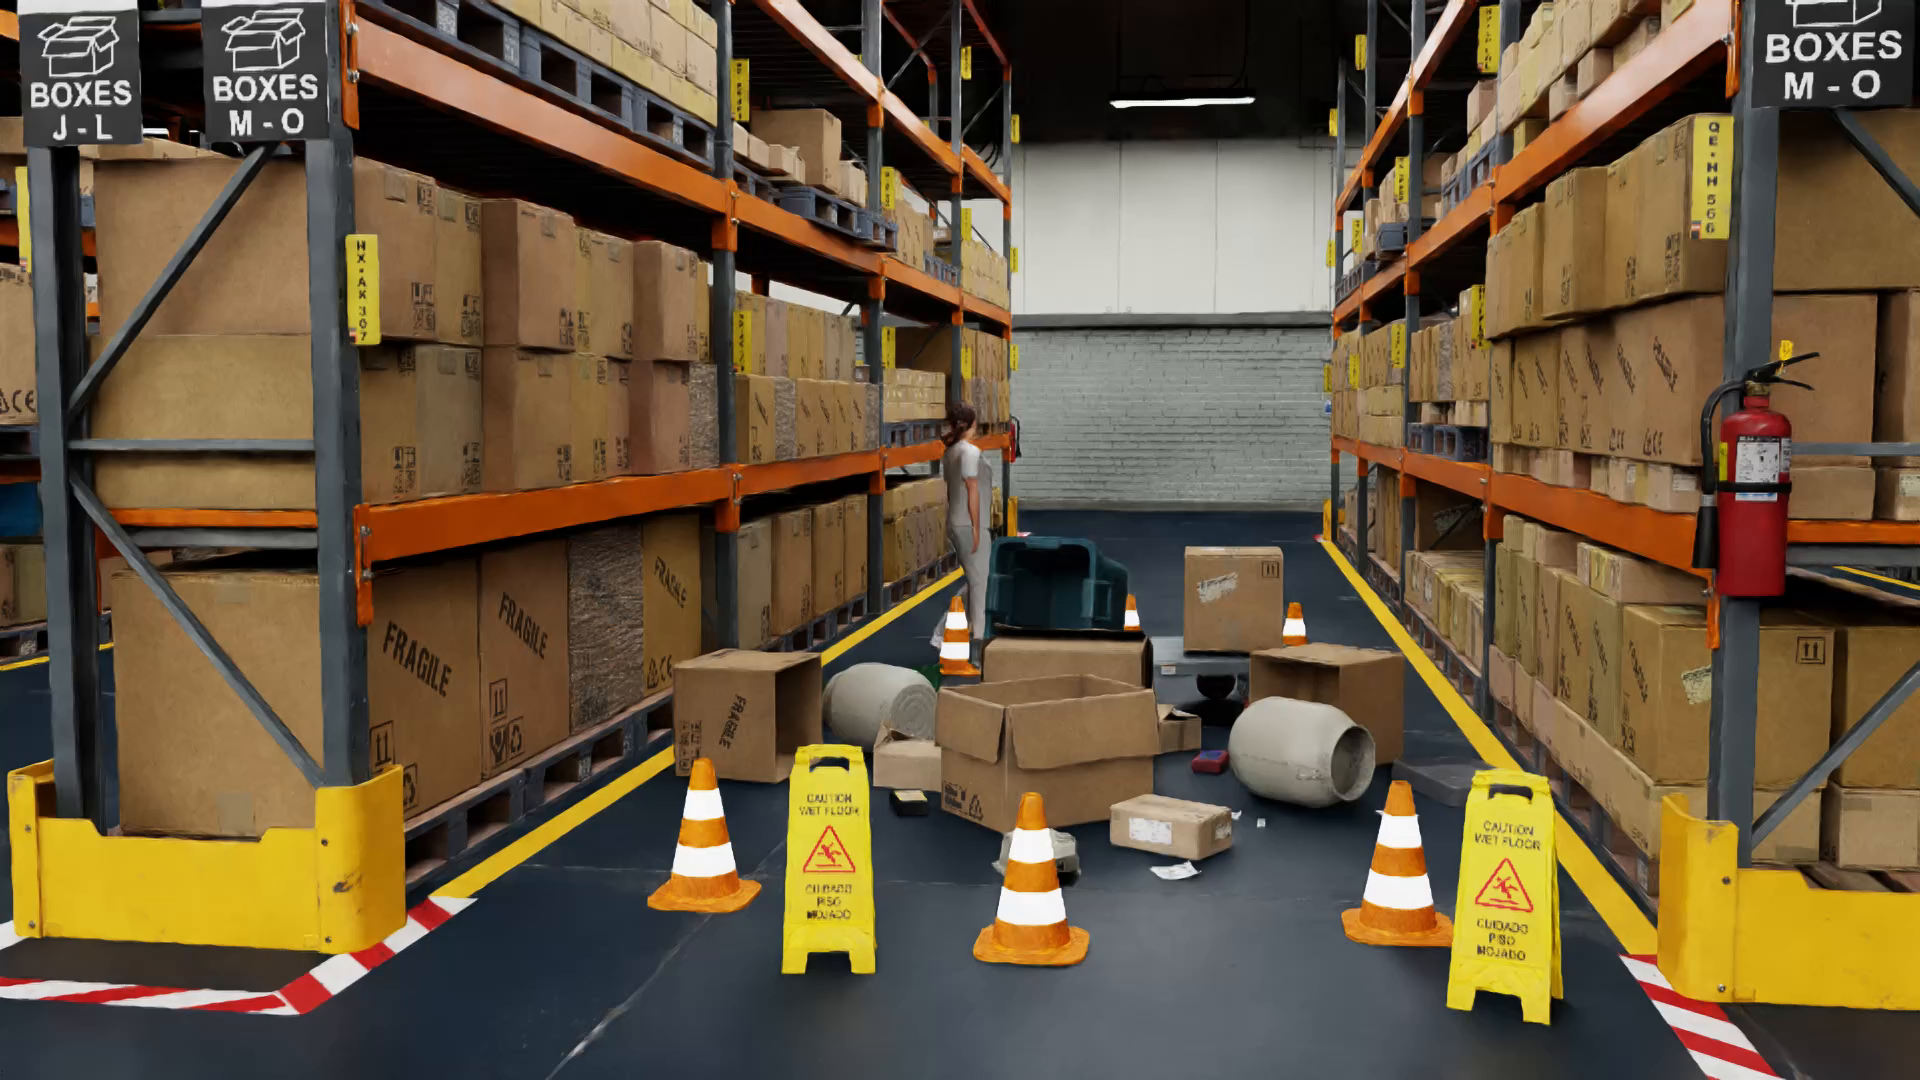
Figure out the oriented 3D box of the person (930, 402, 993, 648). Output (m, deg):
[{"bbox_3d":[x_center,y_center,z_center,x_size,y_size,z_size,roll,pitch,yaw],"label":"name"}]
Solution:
[{"bbox_3d":[0.099,-0.052,10.575,0.486,1.633,0.640,-1,5,-17],"label":"person"}]
